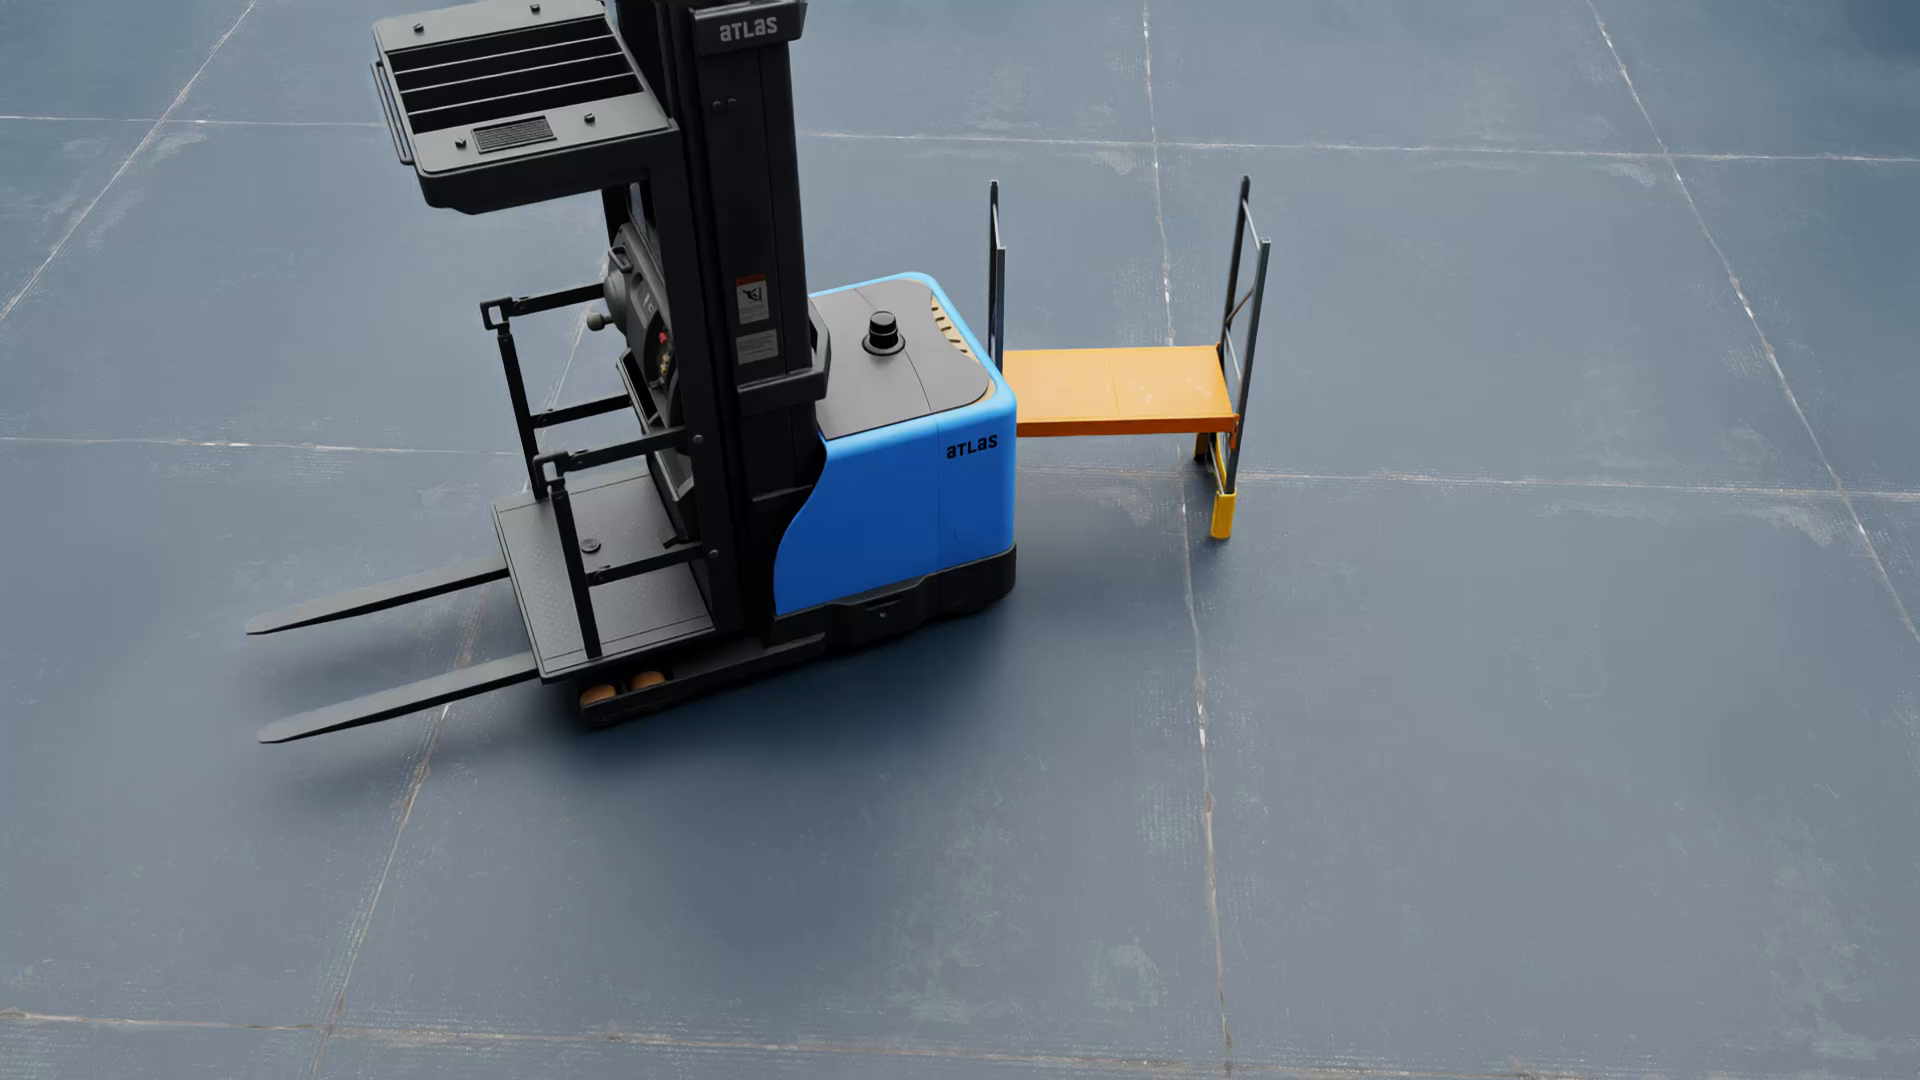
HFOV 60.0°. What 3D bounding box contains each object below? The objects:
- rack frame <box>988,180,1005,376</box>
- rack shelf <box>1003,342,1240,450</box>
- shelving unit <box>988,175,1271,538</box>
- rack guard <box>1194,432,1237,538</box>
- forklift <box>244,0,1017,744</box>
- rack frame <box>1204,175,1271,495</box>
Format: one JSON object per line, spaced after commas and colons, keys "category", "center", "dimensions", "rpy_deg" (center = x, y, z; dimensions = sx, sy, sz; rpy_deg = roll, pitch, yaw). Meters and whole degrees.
{"category": "rack frame", "center": [0.147, -0.729, 7.018], "dimensions": [0.032, 1.500, 0.500], "rpy_deg": [-2, 43, -2]}
{"category": "rack shelf", "center": [0.655, -0.611, 7.155], "dimensions": [1.000, 0.185, 0.538], "rpy_deg": [-2, 43, -2]}
{"category": "shelving unit", "center": [0.646, -0.743, 7.032], "dimensions": [1.083, 1.500, 0.587], "rpy_deg": [-2, 43, -2]}
{"category": "rack guard", "center": [1.143, -0.299, 7.473], "dimensions": [0.087, 0.250, 0.587], "rpy_deg": [-2, 43, -2]}
{"category": "forklift", "center": [-1.334, -0.751, 5.992], "dimensions": [3.031, 2.935, 1.130], "rpy_deg": [-15, 45, -16]}
{"category": "rack frame", "center": [1.163, -0.757, 7.048], "dimensions": [0.032, 1.500, 0.500], "rpy_deg": [-2, 43, -2]}
